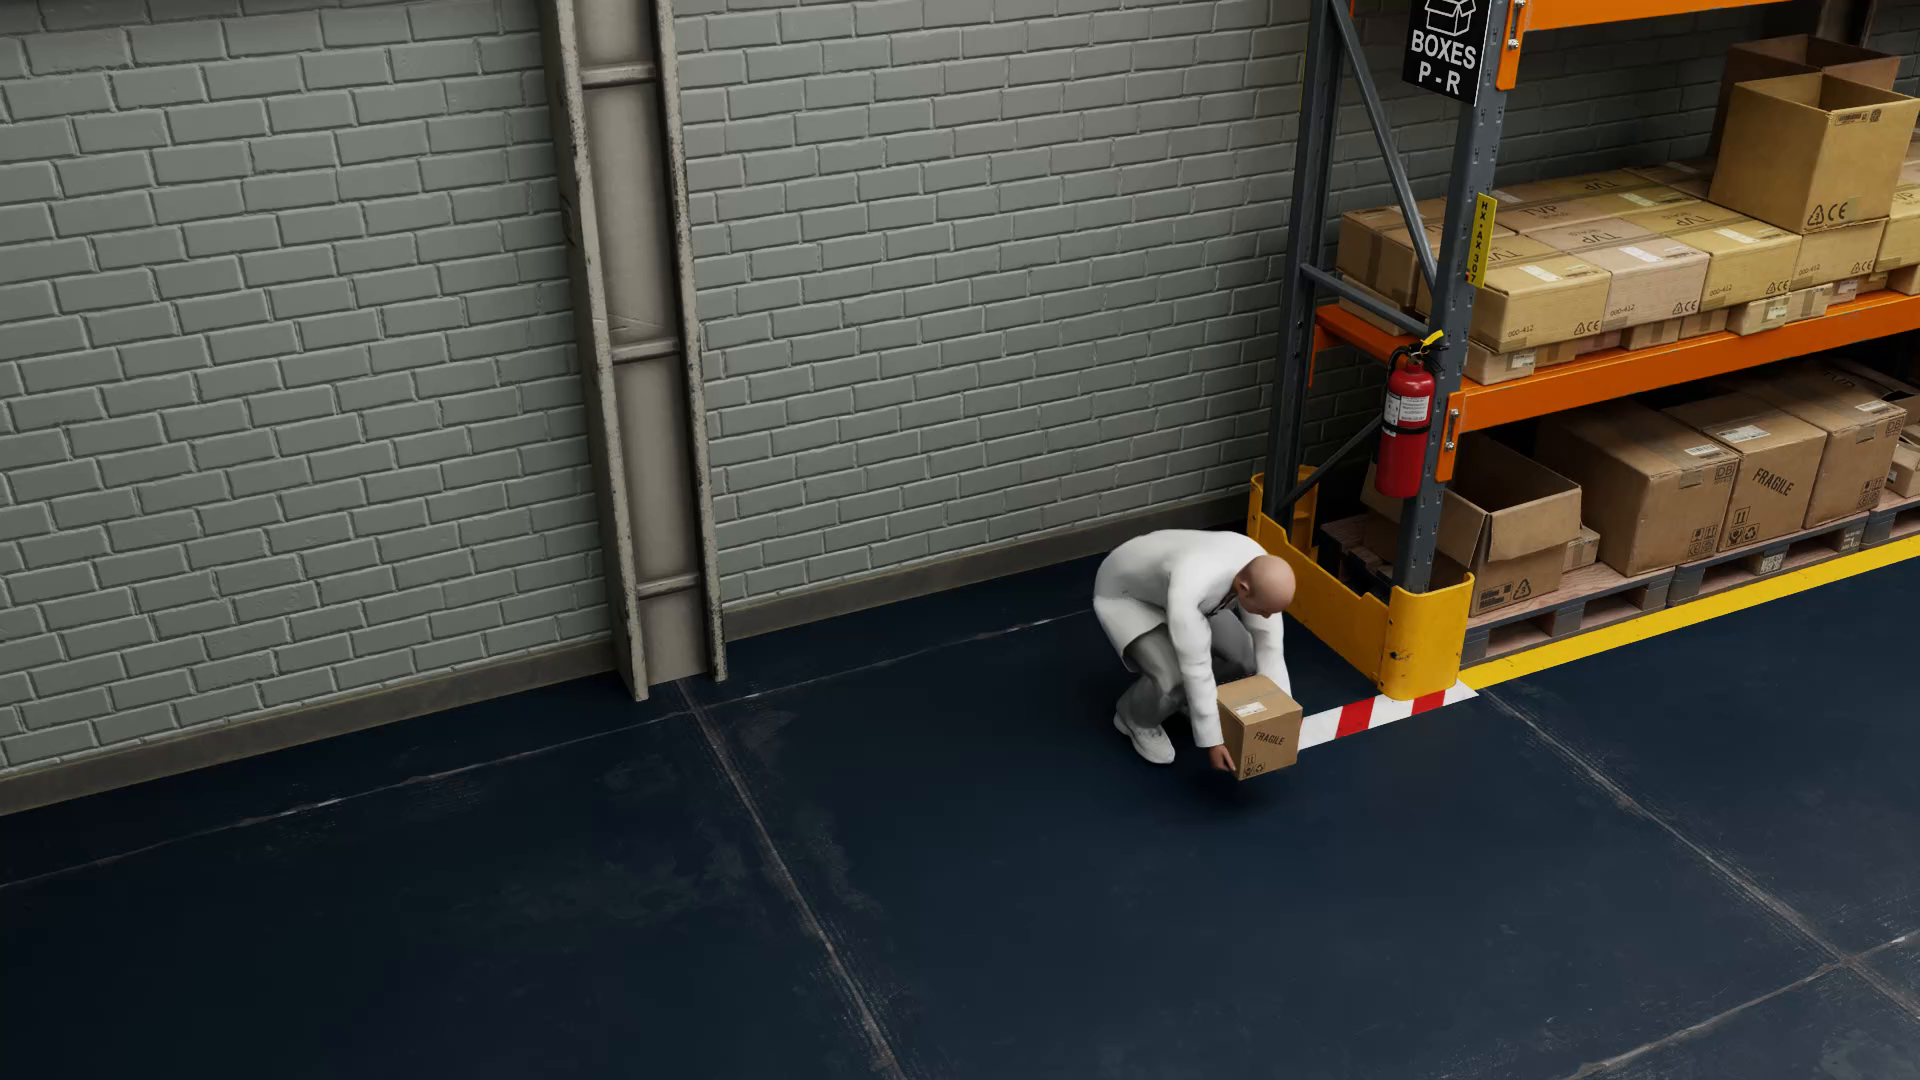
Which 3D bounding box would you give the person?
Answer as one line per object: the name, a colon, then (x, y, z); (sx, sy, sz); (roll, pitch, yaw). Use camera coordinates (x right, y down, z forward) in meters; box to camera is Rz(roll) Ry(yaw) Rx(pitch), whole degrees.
person: (0.889, 0.381, 6.263); (0.581, 0.996, 0.958); (-17, 33, -28)
